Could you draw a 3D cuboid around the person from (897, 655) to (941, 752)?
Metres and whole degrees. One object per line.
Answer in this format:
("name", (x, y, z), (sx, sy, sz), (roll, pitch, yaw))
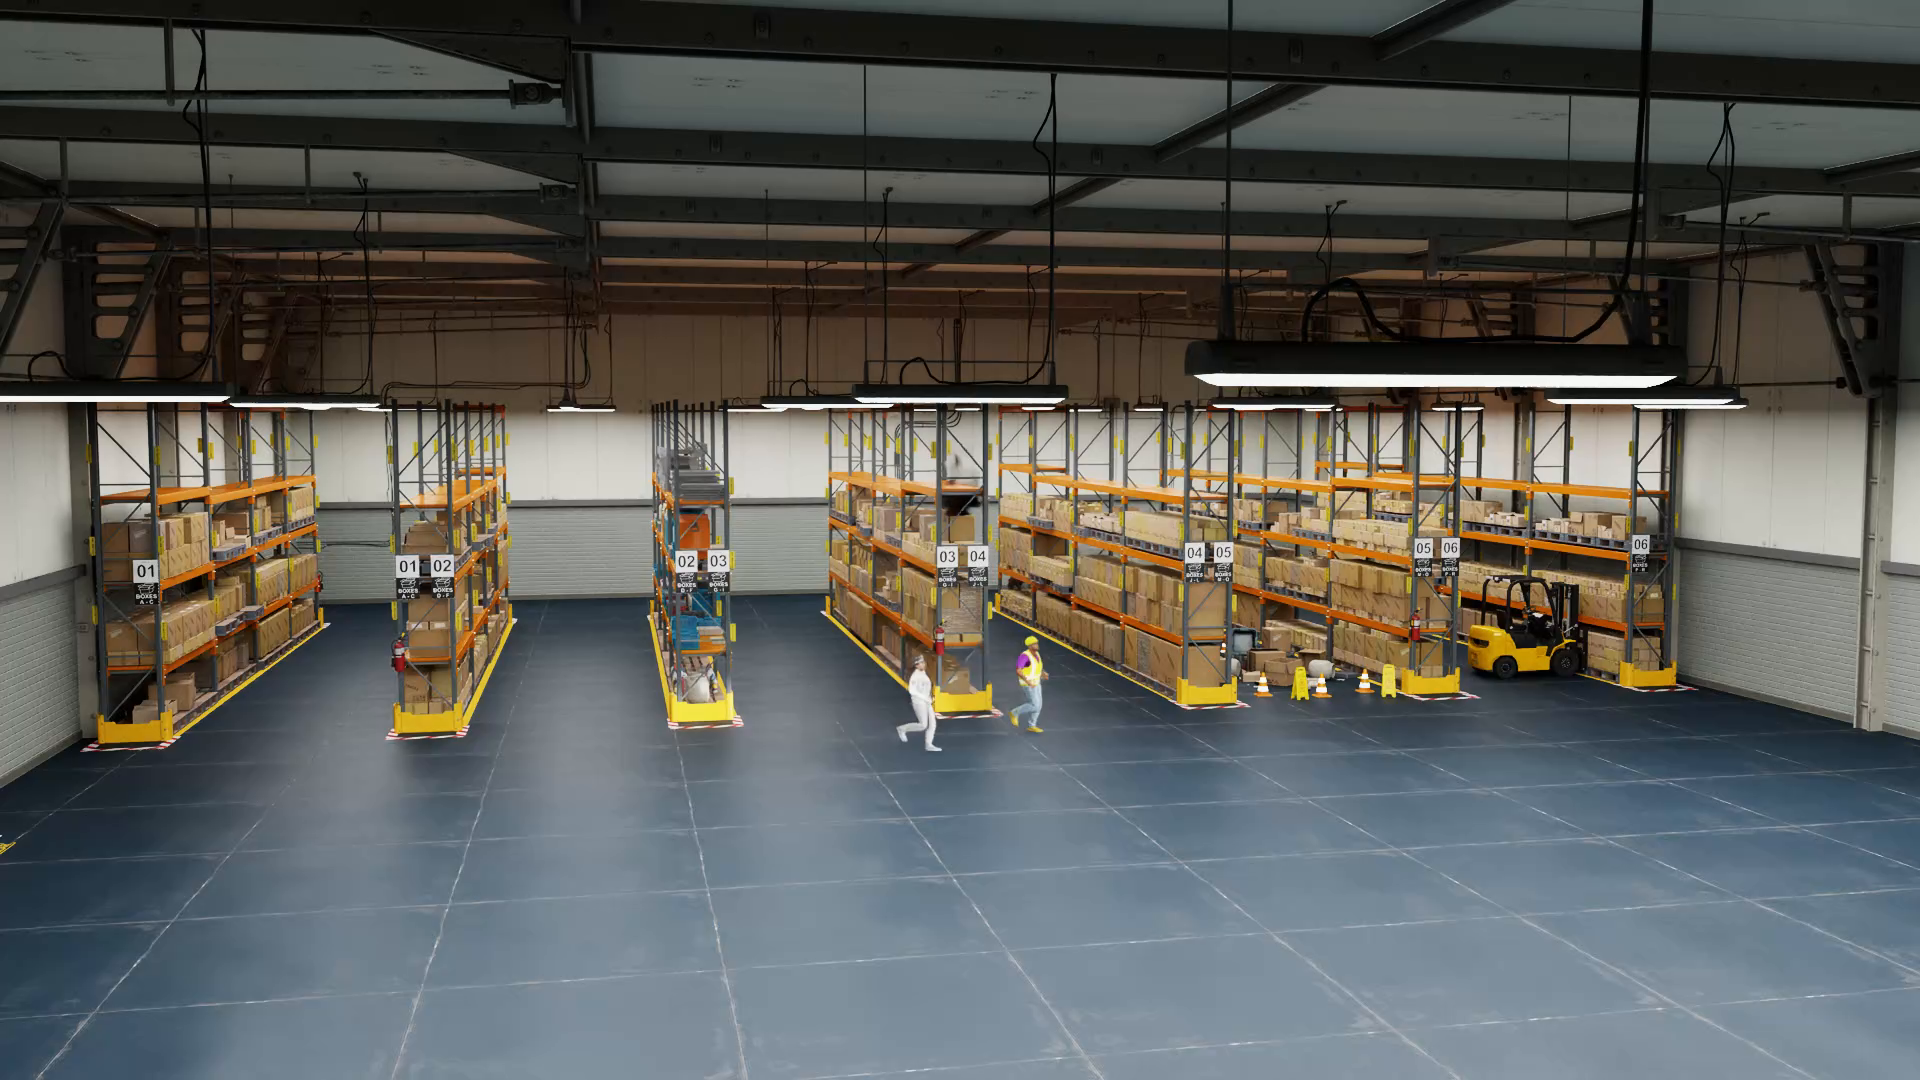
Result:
("person", (-0.677, 2.767, 28.329), (0.773, 1.657, 0.633), (1, 5, 19))

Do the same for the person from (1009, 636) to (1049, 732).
("person", (1.251, 2.600, 30.093), (0.636, 1.738, 0.694), (2, 5, 28))

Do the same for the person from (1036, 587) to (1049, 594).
("person", (2.499, 1.137, 50.184), (0.647, 1.645, 0.580), (-1, 4, -12))

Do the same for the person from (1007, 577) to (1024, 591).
("person", (1.648, 1.087, 50.078), (0.912, 1.744, 0.697), (1, 5, 18))
